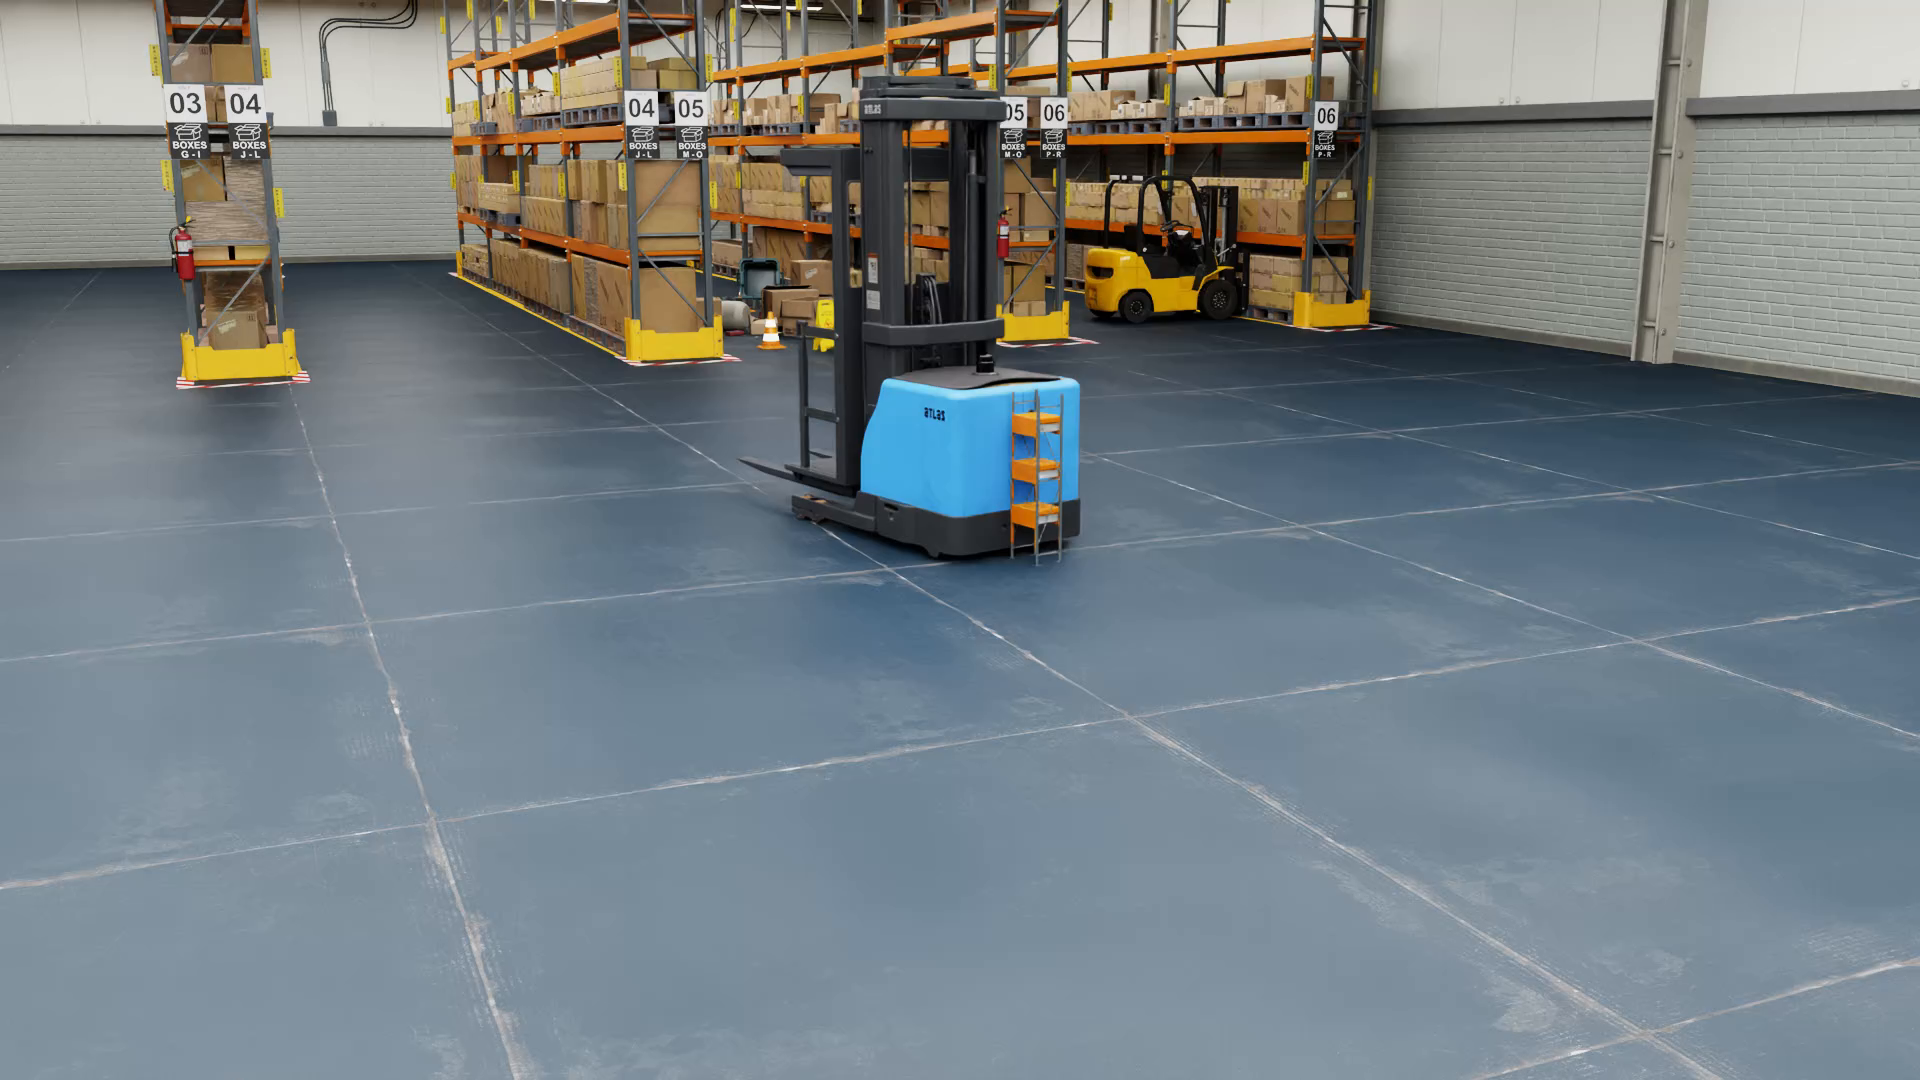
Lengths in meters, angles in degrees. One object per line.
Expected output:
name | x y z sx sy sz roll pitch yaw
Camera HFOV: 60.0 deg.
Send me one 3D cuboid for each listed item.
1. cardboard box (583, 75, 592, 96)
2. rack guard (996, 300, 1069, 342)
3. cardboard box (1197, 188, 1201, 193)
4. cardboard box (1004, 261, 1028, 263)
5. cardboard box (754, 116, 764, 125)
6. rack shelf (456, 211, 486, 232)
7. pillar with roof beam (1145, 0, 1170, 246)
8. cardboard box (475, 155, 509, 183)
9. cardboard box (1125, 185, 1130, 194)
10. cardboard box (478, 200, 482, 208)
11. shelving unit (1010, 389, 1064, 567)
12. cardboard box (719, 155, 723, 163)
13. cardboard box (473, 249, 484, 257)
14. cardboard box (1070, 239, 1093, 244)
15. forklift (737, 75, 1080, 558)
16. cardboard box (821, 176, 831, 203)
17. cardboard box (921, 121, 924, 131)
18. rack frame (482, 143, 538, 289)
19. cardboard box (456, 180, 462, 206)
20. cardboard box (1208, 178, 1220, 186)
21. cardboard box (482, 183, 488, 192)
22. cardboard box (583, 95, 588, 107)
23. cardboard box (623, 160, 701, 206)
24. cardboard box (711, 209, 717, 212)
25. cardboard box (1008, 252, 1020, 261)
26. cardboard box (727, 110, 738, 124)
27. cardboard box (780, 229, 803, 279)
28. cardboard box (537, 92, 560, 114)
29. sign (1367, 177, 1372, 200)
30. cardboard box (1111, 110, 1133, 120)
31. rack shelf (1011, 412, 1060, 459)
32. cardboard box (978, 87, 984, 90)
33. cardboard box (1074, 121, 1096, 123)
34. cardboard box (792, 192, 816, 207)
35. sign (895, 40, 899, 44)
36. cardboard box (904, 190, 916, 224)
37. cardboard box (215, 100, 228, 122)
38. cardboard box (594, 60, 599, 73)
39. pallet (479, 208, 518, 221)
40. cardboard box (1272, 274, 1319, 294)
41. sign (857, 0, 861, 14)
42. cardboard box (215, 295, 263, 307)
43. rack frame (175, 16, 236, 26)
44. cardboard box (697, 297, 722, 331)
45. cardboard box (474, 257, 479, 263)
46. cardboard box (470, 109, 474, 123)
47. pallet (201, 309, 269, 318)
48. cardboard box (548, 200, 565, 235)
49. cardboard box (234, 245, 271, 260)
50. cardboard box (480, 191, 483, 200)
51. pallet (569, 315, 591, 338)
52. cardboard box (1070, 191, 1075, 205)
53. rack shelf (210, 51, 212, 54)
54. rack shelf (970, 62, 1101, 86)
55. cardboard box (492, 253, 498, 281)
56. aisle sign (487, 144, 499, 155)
cardboard box | -4.605 -5.910 21.622 0.500 0.250 0.500 -5 14 -22
rack guard | 0.913 -3.002 22.733 1.175 0.500 0.348 -6 14 -23
cardboard box | 4.041 -5.593 26.722 0.380 0.149 0.250 -5 14 -22
cardboard box | 0.651 -3.739 23.876 0.500 0.500 0.500 -6 14 -25
cardboard box | -3.677 -7.943 31.470 0.380 0.166 0.250 -7 15 -27
rack shelf | -9.159 -6.278 32.940 1.077 0.370 4.000 -6 14 -23
pillar with roof beam | -0.311 -8.652 28.297 9.100 9.000 0.400 -6 14 -23
cardboard box | -8.794 -6.969 31.230 0.500 0.500 0.500 -6 14 -25
cardboard box | 3.104 -6.104 28.932 0.380 0.149 0.250 -6 14 -24
cardboard box | -8.622 -6.175 30.524 0.380 0.149 0.250 -6 14 -26
shelving unit | 0.470 -0.382 10.190 0.215 1.050 0.252 -10 16 -36
cardboard box | -4.732 -7.840 34.215 0.380 0.149 0.250 -6 14 -24
cardboard box | -9.329 -5.634 32.632 0.380 0.149 0.250 -6 14 -25
cardboard box | 2.362 -5.745 32.214 0.380 0.149 0.250 -5 14 -20
forklift | -0.509 -1.597 11.270 1.130 2.935 3.031 -10 16 -36
cardboard box | -2.077 -6.035 28.478 0.500 0.500 0.500 -5 14 -20
cardboard box | -0.343 -6.071 24.355 0.380 0.149 0.250 -6 14 -25
rack frame | -8.358 -6.216 31.074 1.000 3.000 0.127 -6 14 -23
cardboard box | -10.034 -7.118 34.091 0.500 0.500 0.500 -5 14 -20
cardboard box | 4.180 -5.686 26.463 0.380 0.149 0.250 -6 14 -24
cardboard box | -8.404 -6.355 29.980 0.380 0.149 0.250 -5 14 -22
cardboard box | -4.710 -5.735 21.748 0.380 0.149 0.250 -5 14 -22
cardboard box | -3.664 -4.416 20.569 0.875 0.550 0.550 -6 14 -23
cardboard box | -4.905 -7.123 34.772 0.500 0.500 0.500 -5 14 -21
cardboard box | 1.291 -5.679 33.367 0.500 0.500 0.500 -6 14 -25
cardboard box | -4.412 -8.436 33.159 0.396 0.266 0.258 -5 14 -21
cardboard box | -2.815 -5.362 31.164 0.875 0.875 0.875 -5 14 -22
cardboard box | -6.057 -6.576 25.024 0.500 0.311 0.500 -6 14 -25
sign | 6.001 -5.163 24.429 0.100 0.325 0.005 -6 14 -23
cardboard box | 2.860 -7.431 29.078 0.380 0.149 0.250 -6 14 -24
rack shelf | 0.470 -0.648 10.129 0.215 0.259 0.240 -10 16 -36
cardboard box | 0.470 -6.032 22.416 0.380 0.149 0.250 -5 14 -22
cardboard box | 2.358 -7.986 31.519 0.380 0.149 0.250 -5 14 -22
cardboard box | -2.688 -6.105 29.819 0.500 0.250 0.500 -6 14 -23
sign | -1.416 -11.327 37.604 0.100 0.325 0.005 -6 14 -23
cardboard box | -0.515 -5.007 24.969 0.500 0.500 0.500 -6 14 -23
cardboard box | -8.092 -4.821 18.726 0.500 0.250 0.500 -5 14 -21
cardboard box | -4.402 -5.966 20.978 0.380 0.149 0.250 -6 14 -23
pallet | -8.185 -5.951 30.356 1.003 0.211 1.213 -6 14 -23
cardboard box | 5.009 -3.834 24.843 0.500 0.250 0.500 -6 14 -24
sign | -1.768 -9.325 28.955 0.100 0.325 0.005 -6 14 -23
cardboard box | -9.058 -2.797 20.917 0.500 0.500 0.500 -7 15 -28
rack frame | -12.943 -8.711 28.552 1.000 3.000 0.127 -6 14 -23
cardboard box | -3.591 -3.118 23.229 0.500 0.500 0.500 -3 13 -13
cardboard box | -9.552 -5.658 33.395 0.380 0.149 0.250 -6 14 -26
cardboard box | -8.974 -8.029 31.478 0.500 0.250 0.500 -6 14 -25
pallet | -10.544 -3.190 24.186 1.003 0.211 1.213 -6 14 -23
cardboard box | -5.810 -4.800 24.734 0.500 0.500 0.500 -6 14 -24
cardboard box | -8.032 -3.267 18.892 0.380 0.149 0.250 -6 14 -23
cardboard box | -8.516 -6.267 30.259 0.380 0.149 0.250 -6 14 -24
pallet | -4.921 -3.040 23.537 1.003 0.211 1.213 -6 14 -23
cardboard box | 2.217 -6.361 30.925 0.500 0.250 0.500 -6 14 -23
rack shelf | -12.142 -7.753 26.893 1.077 0.370 4.000 -6 14 -23
rack shelf | 1.485 -9.097 32.701 1.077 0.370 4.000 -6 14 -23
cardboard box | -8.305 -5.026 30.545 0.500 0.500 0.500 -5 14 -21
aisle sign | -9.715 -8.351 34.534 0.394 0.787 0.004 -6 14 -23
